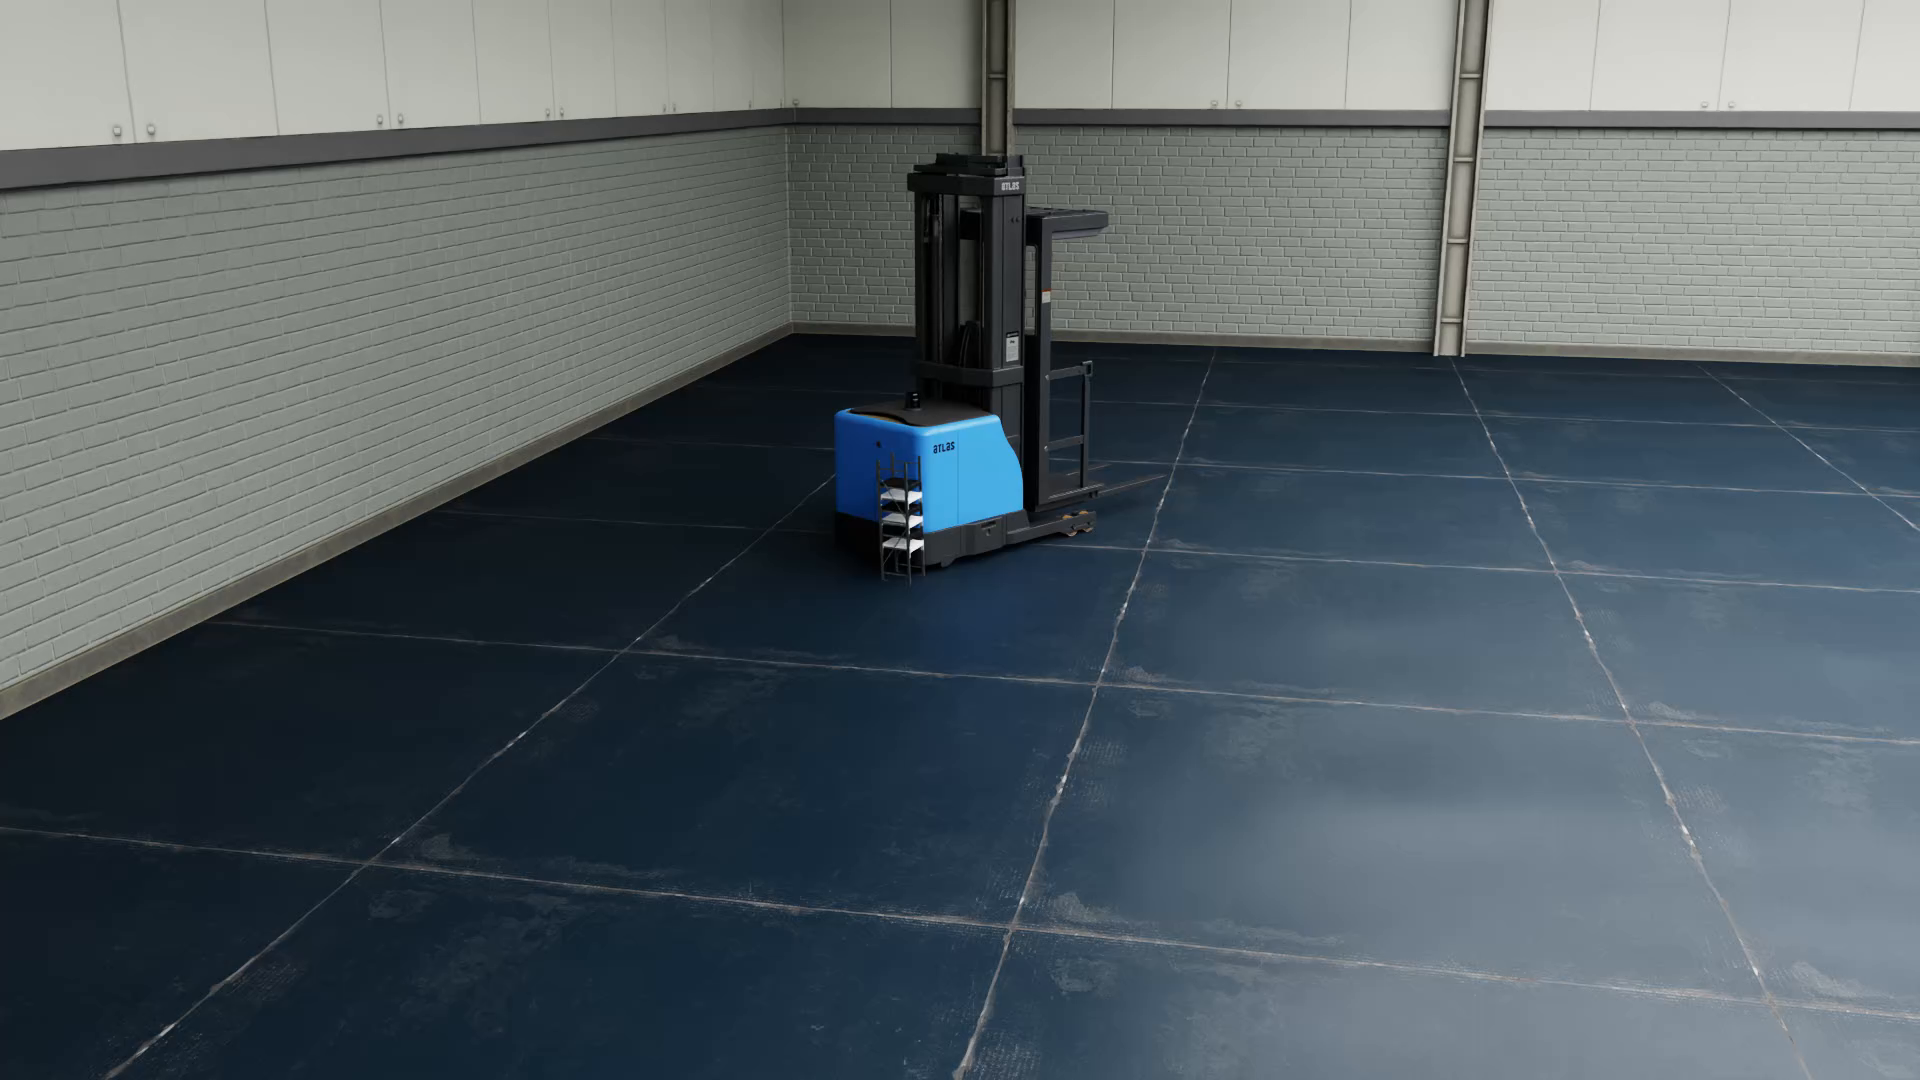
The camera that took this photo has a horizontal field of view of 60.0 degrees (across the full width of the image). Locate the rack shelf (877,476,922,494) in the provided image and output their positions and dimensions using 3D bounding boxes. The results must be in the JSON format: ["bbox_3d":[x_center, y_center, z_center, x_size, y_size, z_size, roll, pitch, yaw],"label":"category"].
[{"bbox_3d":[-0.427,-0.378,11.767,0.258,0.077,0.200,8,20,26],"label":"rack shelf"}]

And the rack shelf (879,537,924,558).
[{"bbox_3d":[-0.416,0.049,11.907,0.258,0.077,0.200,8,20,26],"label":"rack shelf"}]

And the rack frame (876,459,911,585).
[{"bbox_3d":[-0.468,-0.124,11.756,0.240,0.900,0.006,8,20,26],"label":"rack frame"}]

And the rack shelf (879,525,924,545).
[{"bbox_3d":[-0.418,-0.036,11.879,0.258,0.077,0.200,8,20,26],"label":"rack shelf"}]

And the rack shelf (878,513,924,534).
[{"bbox_3d":[-0.420,-0.122,11.851,0.258,0.077,0.200,8,20,26],"label":"rack shelf"}]

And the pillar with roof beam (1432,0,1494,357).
[{"bbox_3d":[5.530,-5.639,16.492,0.400,9.000,9.100,3,16,11],"label":"pillar with roof beam"}]

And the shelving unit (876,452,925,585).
[{"bbox_3d":[-0.421,-0.153,11.841,0.258,0.900,0.210,8,20,26],"label":"shelving unit"}]

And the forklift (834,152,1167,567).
[{"bbox_3d":[0.446,-1.529,13.021,3.031,2.935,1.130,-15,21,-42],"label":"forklift"}]

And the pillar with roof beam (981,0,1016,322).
[{"bbox_3d":[-0.350,-5.958,17.644,0.400,9.000,9.100,3,16,11],"label":"pillar with roof beam"}]

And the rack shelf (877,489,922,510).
[{"bbox_3d":[-0.424,-0.293,11.795,0.258,0.077,0.200,8,20,26],"label":"rack shelf"}]

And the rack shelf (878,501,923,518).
[{"bbox_3d":[-0.422,-0.207,11.823,0.258,0.077,0.200,8,20,26],"label":"rack shelf"}]

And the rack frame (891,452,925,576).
[{"bbox_3d":[-0.374,-0.182,11.926,0.240,0.900,0.006,8,20,26],"label":"rack frame"}]
